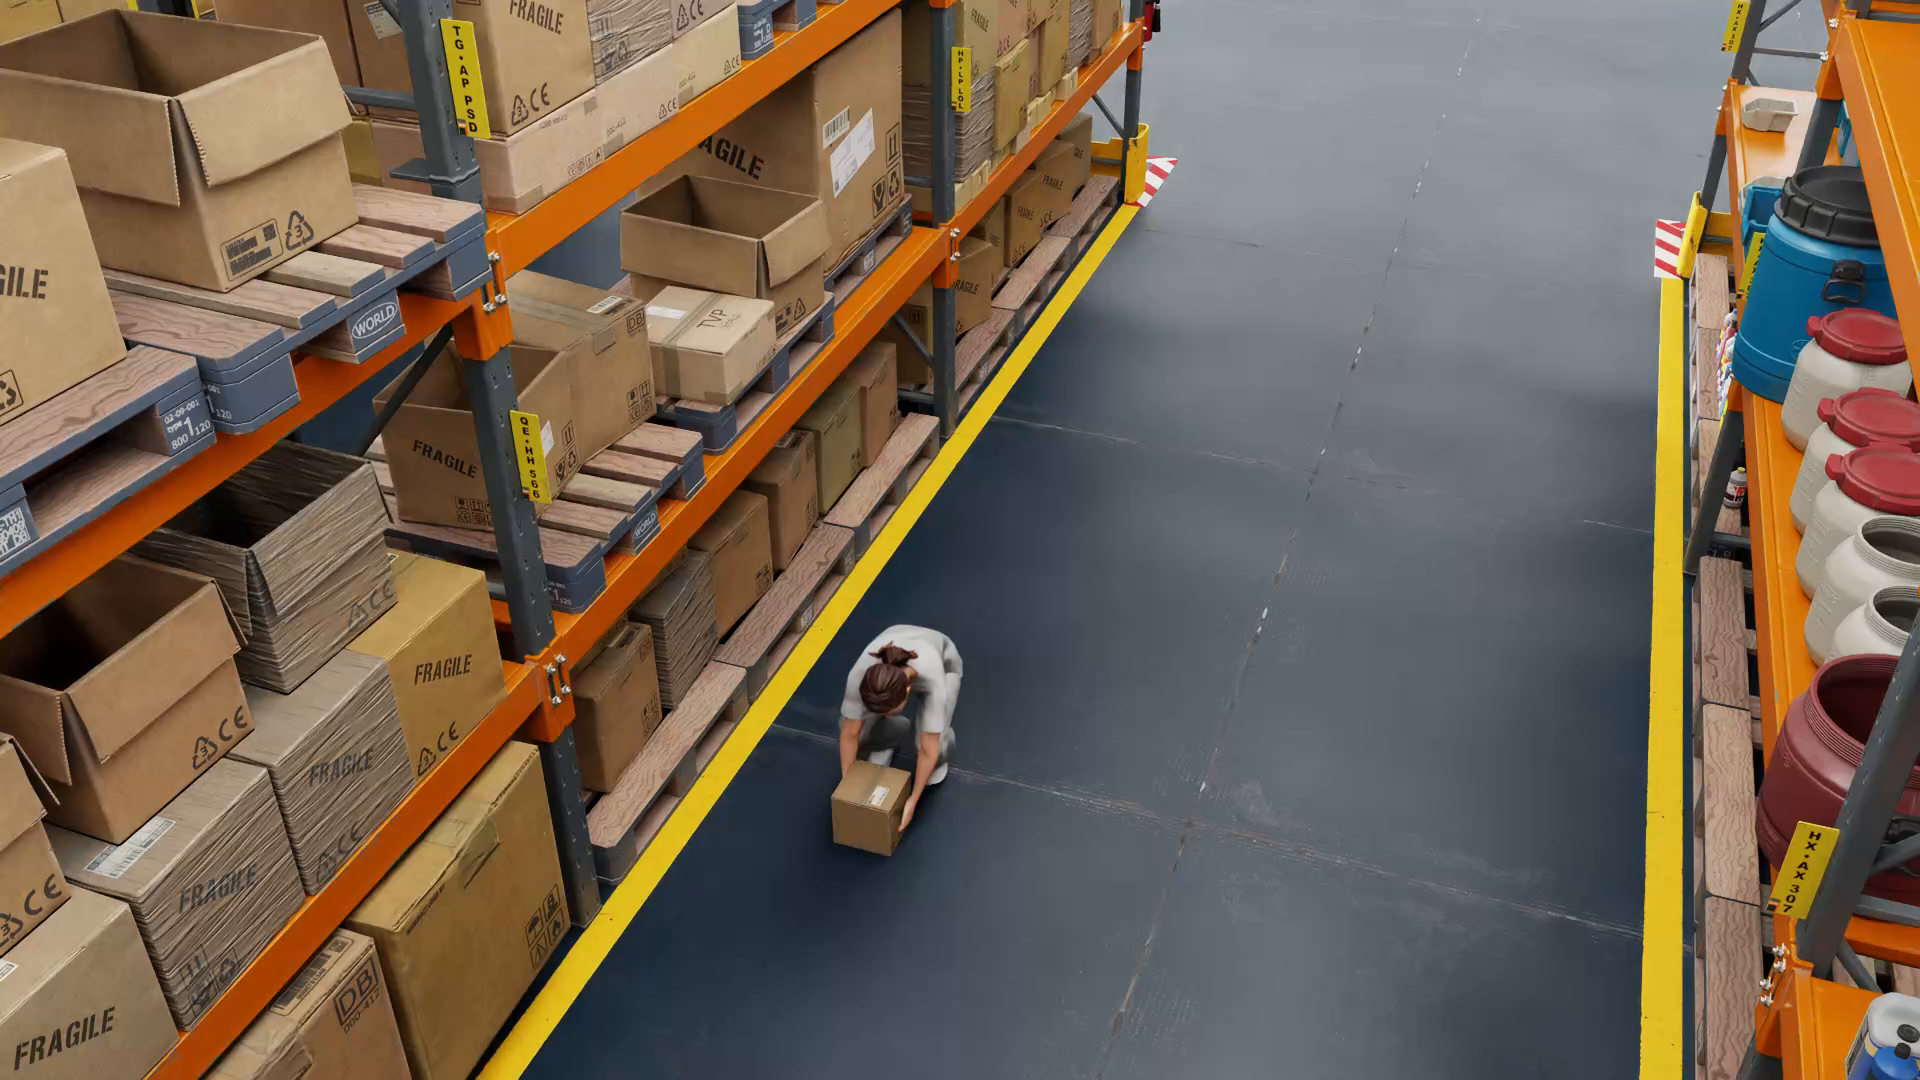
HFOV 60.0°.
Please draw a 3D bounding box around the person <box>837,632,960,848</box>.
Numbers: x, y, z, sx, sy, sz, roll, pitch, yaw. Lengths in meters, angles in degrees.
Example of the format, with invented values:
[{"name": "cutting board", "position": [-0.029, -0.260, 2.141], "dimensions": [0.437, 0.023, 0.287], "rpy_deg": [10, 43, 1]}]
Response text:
[{"name": "person", "position": [-0.252, 0.764, 6.908], "dimensions": [0.472, 0.802, 0.834], "rpy_deg": [11, 35, 16]}]
